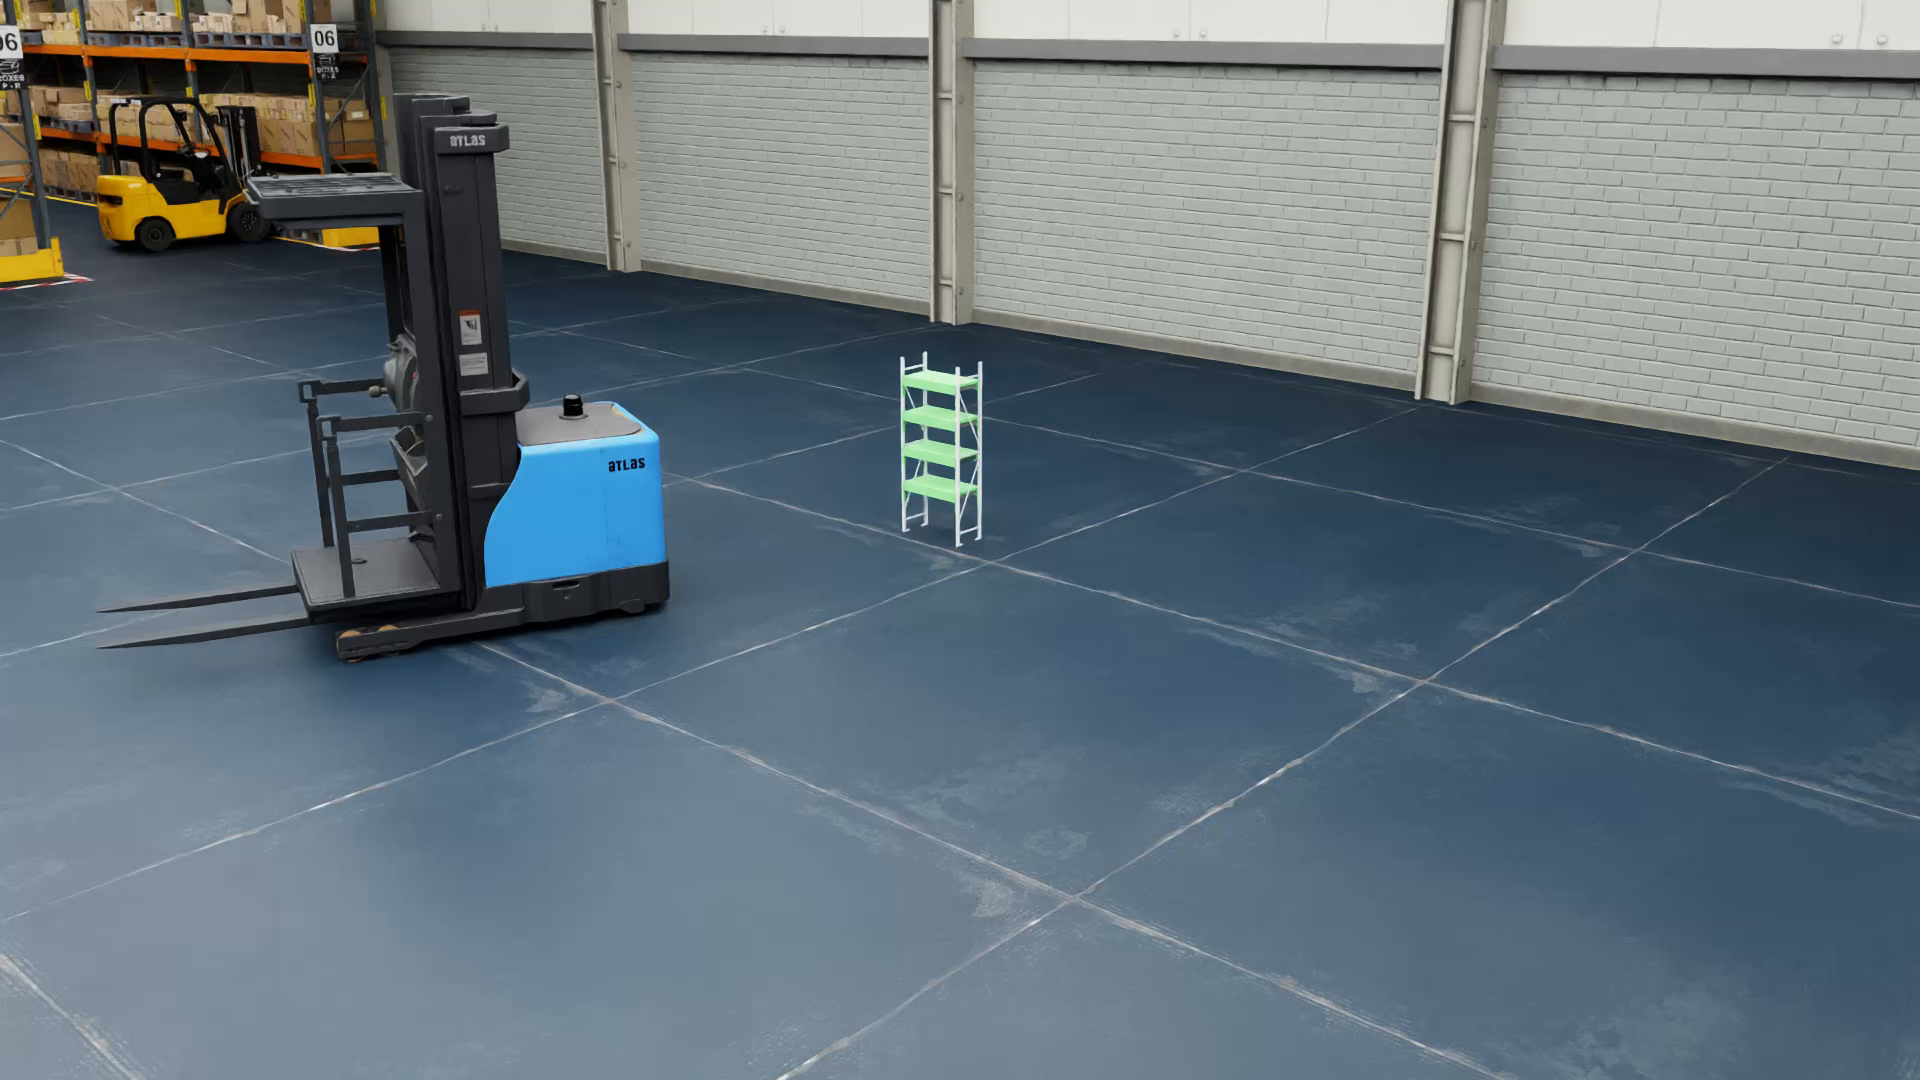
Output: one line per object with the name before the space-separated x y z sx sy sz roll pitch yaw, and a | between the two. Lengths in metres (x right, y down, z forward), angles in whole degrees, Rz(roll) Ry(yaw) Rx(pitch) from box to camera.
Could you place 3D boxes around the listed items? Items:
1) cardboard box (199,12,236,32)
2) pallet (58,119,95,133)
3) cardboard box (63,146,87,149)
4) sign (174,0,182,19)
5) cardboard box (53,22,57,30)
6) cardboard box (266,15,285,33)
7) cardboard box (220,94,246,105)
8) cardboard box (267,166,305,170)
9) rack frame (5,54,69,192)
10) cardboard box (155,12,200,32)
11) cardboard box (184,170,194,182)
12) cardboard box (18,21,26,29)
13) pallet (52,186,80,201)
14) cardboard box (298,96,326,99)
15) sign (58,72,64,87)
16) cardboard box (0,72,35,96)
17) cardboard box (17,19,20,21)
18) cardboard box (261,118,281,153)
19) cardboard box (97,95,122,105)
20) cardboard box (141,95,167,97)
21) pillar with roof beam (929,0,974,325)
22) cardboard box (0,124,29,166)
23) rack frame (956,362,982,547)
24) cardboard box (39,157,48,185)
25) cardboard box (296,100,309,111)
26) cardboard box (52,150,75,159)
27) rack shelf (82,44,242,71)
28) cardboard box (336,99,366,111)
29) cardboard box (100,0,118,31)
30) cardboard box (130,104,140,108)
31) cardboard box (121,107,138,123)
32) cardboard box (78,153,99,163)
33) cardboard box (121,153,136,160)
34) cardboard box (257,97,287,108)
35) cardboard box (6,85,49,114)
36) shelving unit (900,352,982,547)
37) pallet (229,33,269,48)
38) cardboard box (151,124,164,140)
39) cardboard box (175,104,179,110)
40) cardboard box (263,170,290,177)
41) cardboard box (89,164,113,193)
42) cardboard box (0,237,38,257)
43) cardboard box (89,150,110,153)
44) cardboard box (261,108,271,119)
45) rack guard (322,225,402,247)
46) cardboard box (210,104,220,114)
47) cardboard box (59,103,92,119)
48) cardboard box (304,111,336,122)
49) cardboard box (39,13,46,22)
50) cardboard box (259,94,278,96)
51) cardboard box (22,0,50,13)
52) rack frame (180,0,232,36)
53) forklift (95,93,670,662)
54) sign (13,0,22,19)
cardboard box | -11.677 -8.202 26.325 0.500 0.311 0.500 16 23 40
pallet | -15.683 -7.621 30.482 1.003 0.211 1.213 15 23 39
cardboard box | -17.267 -7.606 32.484 0.250 0.149 0.380 15 23 40
sign | -12.490 -8.490 26.571 0.005 0.325 0.100 15 23 39
cardboard box | -16.283 -9.373 30.318 0.250 0.149 0.380 15 23 40
cardboard box | -10.157 -7.748 24.969 0.258 0.266 0.396 15 23 39
cardboard box | -11.644 -7.075 26.716 0.250 0.149 0.380 14 23 38
cardboard box | -10.883 -5.897 26.932 0.500 0.250 0.500 15 23 40
rack frame | -18.121 -8.395 32.605 0.127 3.000 1.000 15 23 39
cardboard box | -12.841 -8.514 27.309 0.500 0.311 0.500 14 22 38
cardboard box | -12.535 -5.959 28.162 0.625 0.625 0.875 16 24 42
cardboard box | -17.212 -9.545 30.827 0.250 0.149 0.380 16 23 41
pallet | -16.571 -6.666 31.768 1.213 0.211 1.003 15 23 39
cardboard box | -10.155 -6.885 26.119 0.250 0.149 0.380 14 23 38
sign | -17.755 -9.073 32.828 0.005 0.325 0.100 15 23 39
cardboard box | -19.058 -9.182 33.601 0.500 0.500 0.500 14 23 38
cardboard box | -17.340 -9.754 30.991 0.250 0.149 0.380 15 23 40
cardboard box | -10.454 -6.282 25.781 0.500 0.500 0.500 14 23 38
cardboard box | -15.086 -7.818 29.550 0.250 0.149 0.380 16 24 41
cardboard box | -14.329 -7.836 29.606 0.250 0.149 0.380 15 23 39
pillar with roof beam | -2.950 -5.805 14.528 0.400 9.000 9.100 15 23 39
cardboard box | -12.608 -5.209 21.909 0.500 0.500 0.500 15 23 38
rack frame | 0.059 -0.556 10.881 0.015 1.200 0.240 15 23 39
cardboard box | -17.504 -7.151 32.123 0.500 0.500 0.500 15 23 39
cardboard box | -9.759 -6.551 25.065 0.250 0.149 0.380 15 23 39
cardboard box | -17.011 -7.333 31.624 0.250 0.149 0.380 16 24 41
rack shelf | -13.633 -8.277 28.464 4.000 0.370 1.077 15 23 39
cardboard box | -9.255 -6.600 25.220 0.250 0.149 0.380 14 23 38
cardboard box | -14.305 -9.038 28.647 0.500 0.500 0.700 14 23 38
cardboard box | -14.114 -7.561 28.741 0.250 0.149 0.380 16 23 40
cardboard box | -14.206 -7.404 28.905 0.500 0.250 0.500 14 23 38
cardboard box | -16.059 -7.062 30.771 0.250 0.149 0.380 14 22 37
cardboard box | -15.313 -7.085 30.843 0.250 0.149 0.380 17 24 42
cardboard box | -10.705 -6.815 25.898 0.250 0.149 0.380 15 23 40
cardboard box | -17.908 -8.495 32.061 0.500 0.500 0.700 16 23 41
shelving unit | -0.124 -0.605 11.035 0.503 1.200 0.258 15 23 39
pallet | -10.574 -7.766 25.810 1.213 0.211 1.003 15 23 39
cardboard box | -13.419 -6.965 28.349 0.500 0.250 0.500 15 23 40
cardboard box | -12.893 -7.273 27.831 0.250 0.149 0.380 15 23 39
cardboard box | -10.841 -5.677 26.240 0.500 0.250 0.500 14 23 38
cardboard box | -15.588 -6.637 30.503 0.500 0.500 0.500 16 24 41
cardboard box | -12.857 -3.976 22.532 0.500 0.250 0.500 15 23 39
cardboard box | -16.315 -7.332 31.623 0.250 0.149 0.380 15 23 40
cardboard box | -10.567 -6.601 25.714 0.250 0.149 0.380 15 23 40
rack guard | -9.128 -4.789 25.376 0.348 0.500 1.175 15 23 39
cardboard box | -11.879 -6.970 26.879 0.250 0.149 0.380 16 23 41
cardboard box | -16.133 -7.859 30.470 0.500 0.250 0.500 14 22 37
cardboard box | -9.591 -6.349 24.919 0.250 0.149 0.380 15 23 40
cardboard box | -16.553 -9.544 30.366 0.250 0.149 0.380 15 23 39
cardboard box | -11.102 -7.146 26.939 0.250 0.149 0.380 14 23 38
cardboard box | -17.627 -10.200 31.715 0.258 0.266 0.396 15 23 39
rack frame | -12.138 -9.648 26.636 0.127 3.000 1.000 15 23 39
forklift | -3.265 -0.917 9.155 3.031 2.935 1.130 -8 19 -25
sign | -12.078 -6.831 21.273 0.005 0.325 0.100 15 23 39
